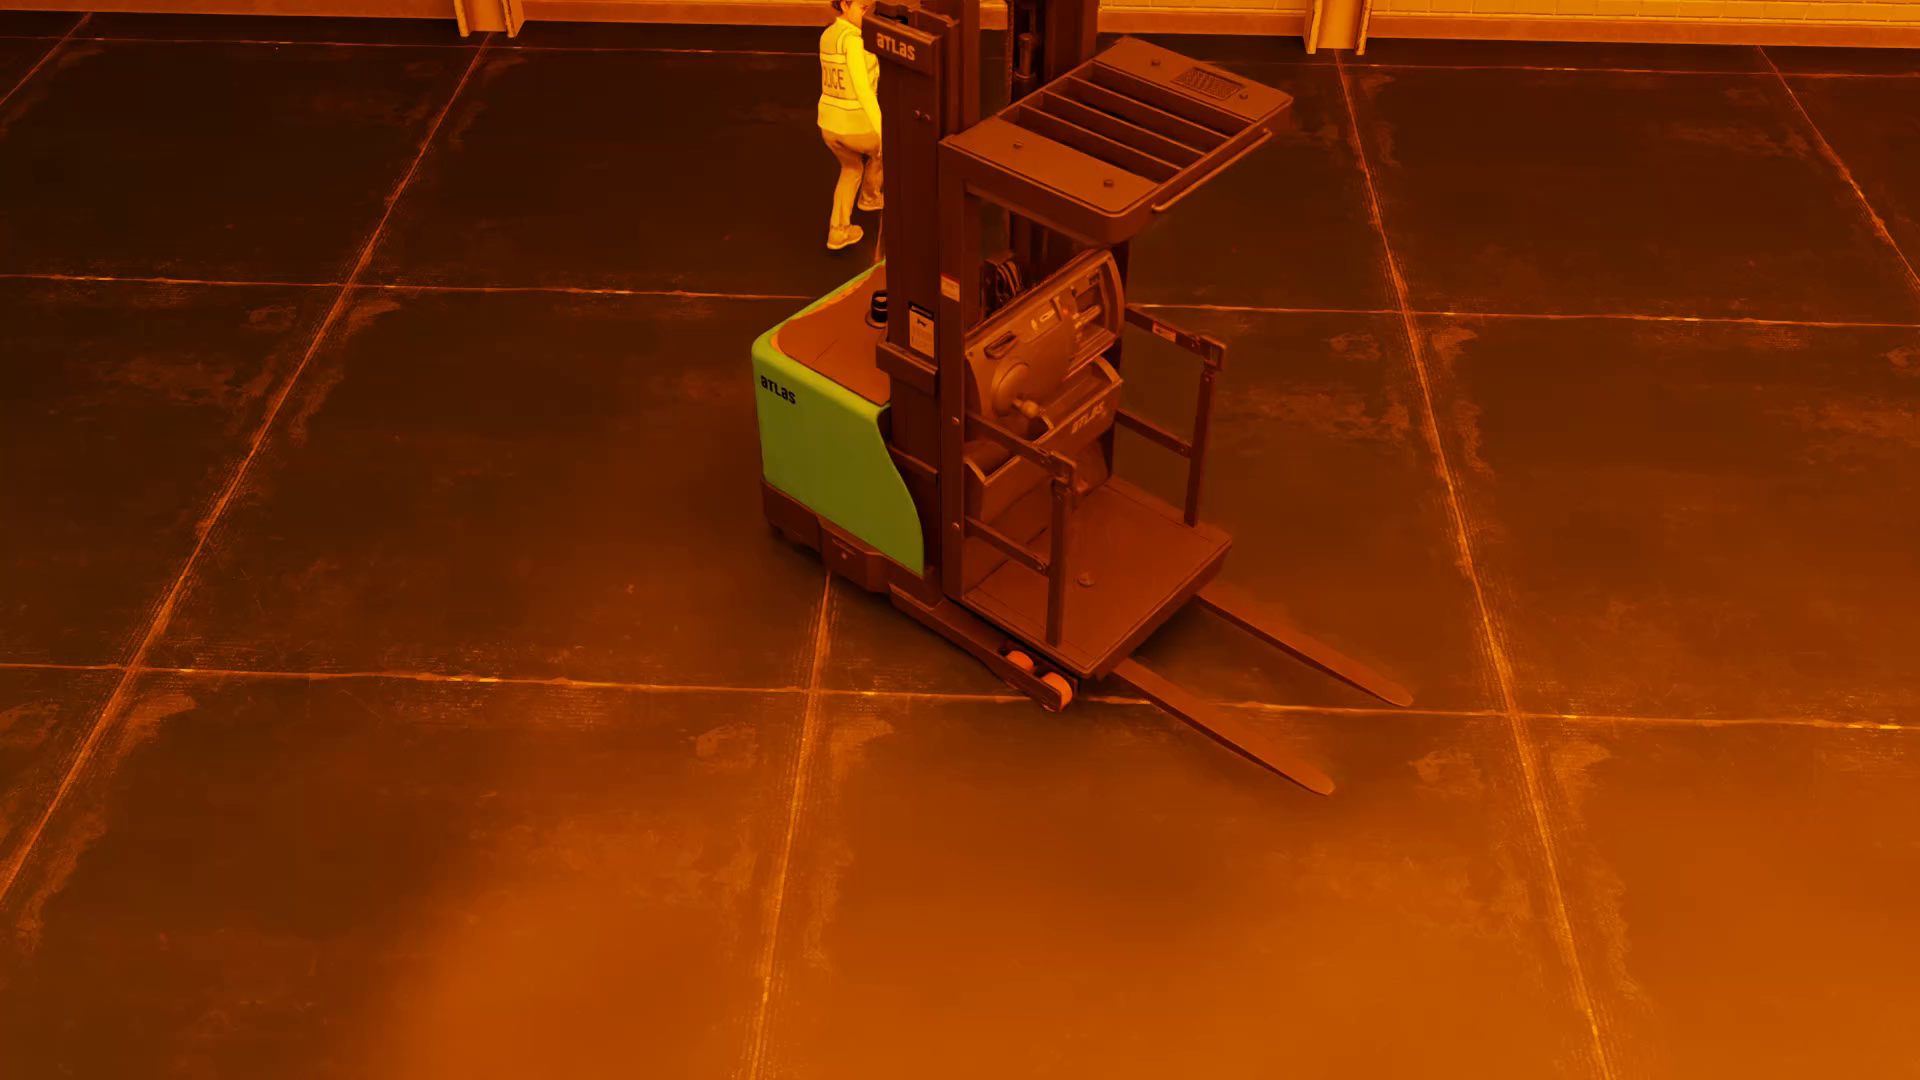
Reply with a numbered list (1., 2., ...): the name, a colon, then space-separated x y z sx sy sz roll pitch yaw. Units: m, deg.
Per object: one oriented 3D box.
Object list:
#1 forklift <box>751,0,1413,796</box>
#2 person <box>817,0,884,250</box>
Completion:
1. forklift: 0.511 -0.756 6.570 3.031 2.935 1.130 30 50 29
2. person: -0.483 -2.409 9.430 0.722 1.553 0.753 29 50 28
